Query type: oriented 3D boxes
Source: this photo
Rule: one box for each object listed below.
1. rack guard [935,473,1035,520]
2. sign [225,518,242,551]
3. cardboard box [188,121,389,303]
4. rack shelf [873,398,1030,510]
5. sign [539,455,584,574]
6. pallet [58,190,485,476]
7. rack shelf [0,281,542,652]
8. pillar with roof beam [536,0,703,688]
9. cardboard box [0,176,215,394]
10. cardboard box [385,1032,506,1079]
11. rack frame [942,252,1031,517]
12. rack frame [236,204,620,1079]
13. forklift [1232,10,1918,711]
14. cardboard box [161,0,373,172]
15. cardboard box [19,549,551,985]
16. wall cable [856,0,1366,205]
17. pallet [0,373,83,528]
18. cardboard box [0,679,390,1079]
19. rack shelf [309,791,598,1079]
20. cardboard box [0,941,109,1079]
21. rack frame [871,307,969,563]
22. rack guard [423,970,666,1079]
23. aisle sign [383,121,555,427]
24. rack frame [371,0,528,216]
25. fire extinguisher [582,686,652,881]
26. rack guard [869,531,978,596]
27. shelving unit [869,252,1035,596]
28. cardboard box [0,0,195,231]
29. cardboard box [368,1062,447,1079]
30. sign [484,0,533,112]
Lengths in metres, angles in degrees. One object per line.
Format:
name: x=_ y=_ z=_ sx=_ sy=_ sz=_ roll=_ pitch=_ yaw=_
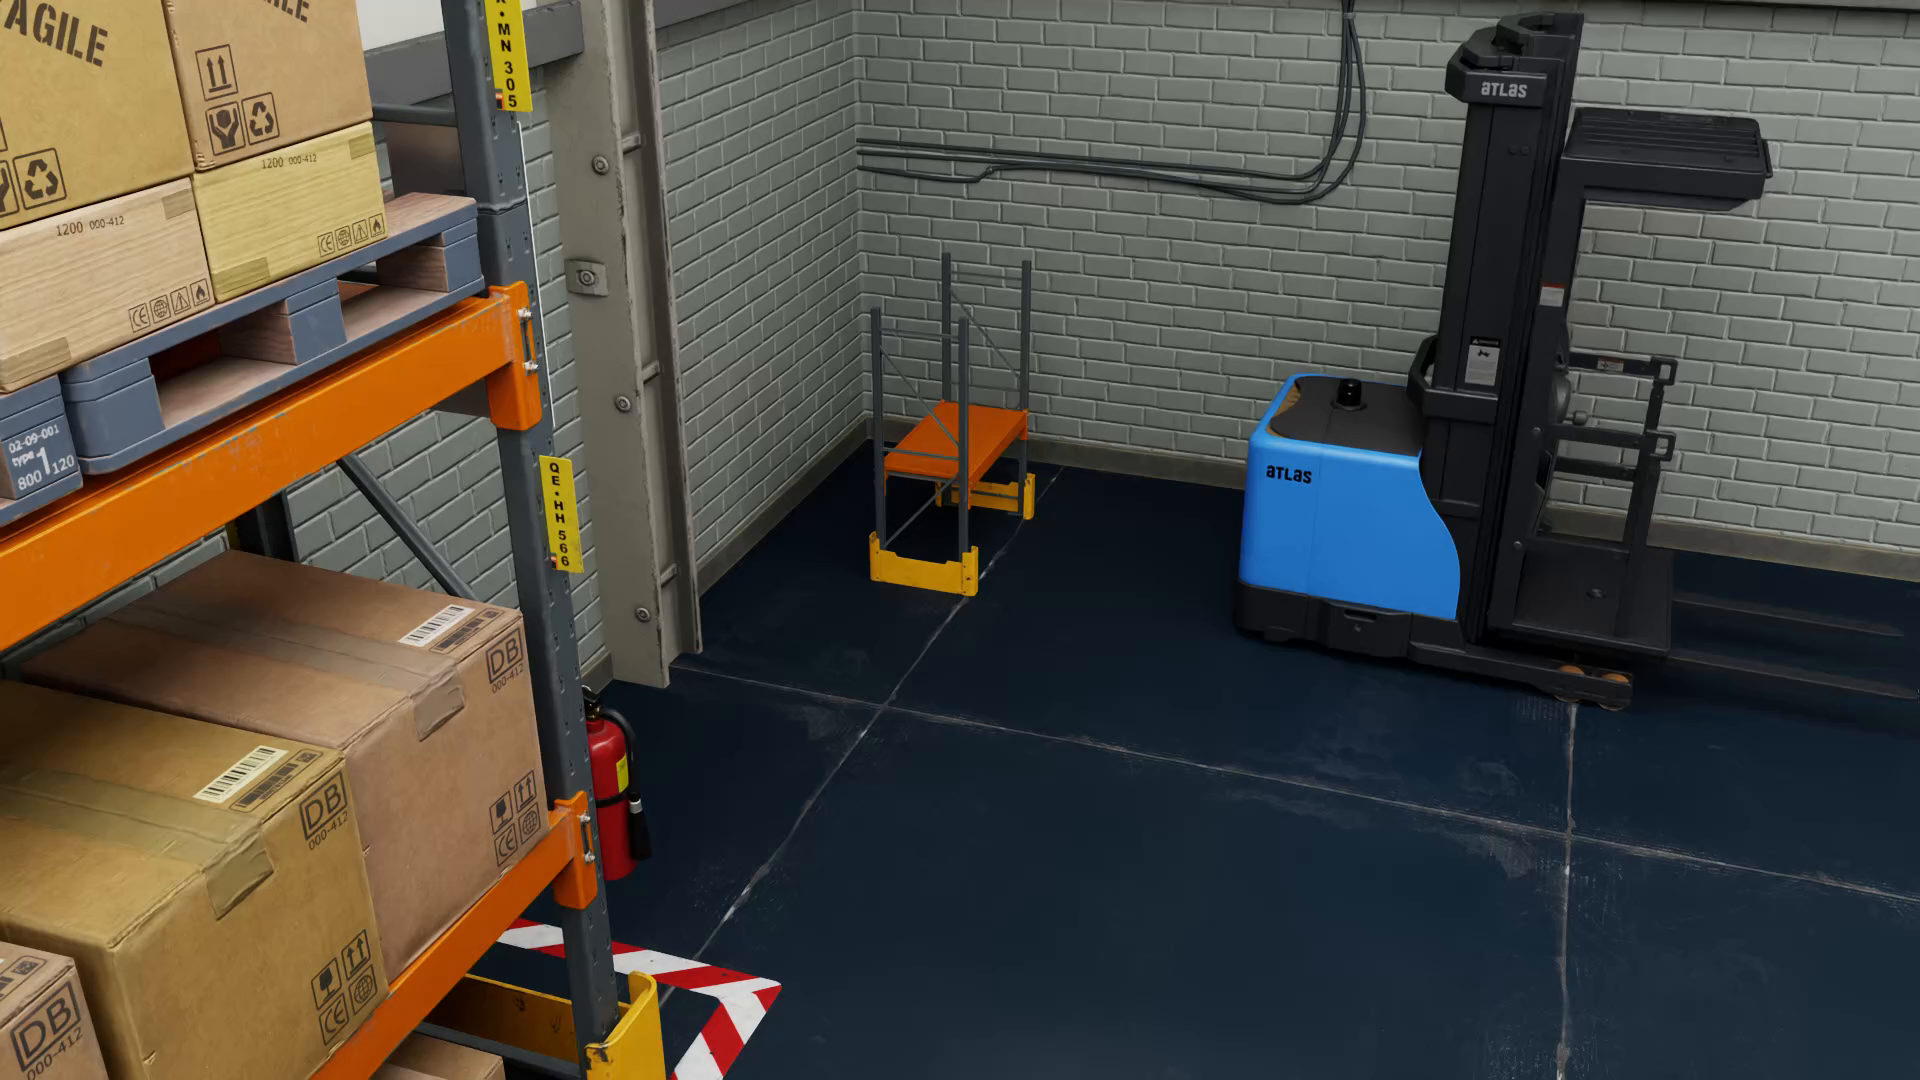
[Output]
rack guard: x=0.140 y=-0.286 z=9.554 sx=0.587 sy=0.250 sz=0.087 roll=9 pitch=27 yaw=17
sign: x=-2.071 y=-0.030 z=4.785 sx=0.100 sy=0.325 sz=0.005 roll=9 pitch=27 yaw=17
cardboard box: x=-1.544 y=-0.699 z=3.384 sx=0.500 sy=0.250 sz=0.500 roll=10 pitch=27 yaw=19
rack shelf: x=-0.028 y=-0.478 z=8.929 sx=0.538 sy=0.185 sz=1.000 roll=9 pitch=27 yaw=17
sign: x=-1.043 y=-0.065 z=4.341 sx=0.100 sy=0.325 sz=0.005 roll=9 pitch=27 yaw=17
pallet: x=-1.787 y=-0.525 z=3.552 sx=1.003 sy=0.211 sz=1.213 roll=9 pitch=27 yaw=17
rack shelf: x=-2.216 y=0.274 z=2.625 sx=1.077 sy=0.370 sz=4.000 roll=9 pitch=27 yaw=17
pillar with roof beam: x=2.592 y=-2.832 z=4.773 sx=9.100 sy=9.000 sz=0.400 roll=9 pitch=27 yaw=17
cardboard box: x=-1.716 y=-0.485 z=2.942 sx=0.500 sy=0.250 sz=0.500 roll=8 pitch=27 yaw=15
cardboard box: x=-1.689 y=1.717 z=4.649 sx=0.700 sy=0.500 sz=0.500 roll=9 pitch=27 yaw=17
rack frame: x=0.141 y=-0.849 z=9.282 sx=0.500 sy=1.500 sz=0.032 roll=9 pitch=27 yaw=17
rack frame: x=-1.550 y=0.479 z=4.819 sx=1.000 sy=3.000 sz=0.127 roll=9 pitch=27 yaw=17
forklift: x=2.922 y=-0.800 z=7.538 sx=3.031 sy=2.935 sz=1.130 roll=10 pitch=28 yaw=19
cardboard box: x=-1.536 y=-1.035 z=3.219 sx=0.500 sy=0.500 sz=0.500 roll=9 pitch=27 yaw=17
cardboard box: x=-1.710 y=0.555 z=4.318 sx=0.980 sy=0.700 sz=0.700 roll=10 pitch=28 yaw=20
wall cable: x=0.669 y=-3.096 z=8.882 sx=3.097 sy=2.526 sz=0.112 roll=9 pitch=27 yaw=17
pallet: x=-2.191 y=-0.022 z=2.513 sx=1.003 sy=0.211 sz=1.213 roll=9 pitch=27 yaw=17
cardboard box: x=-1.942 y=0.855 z=3.697 sx=0.980 sy=0.700 sz=0.700 roll=9 pitch=27 yaw=17
rack shelf: x=-2.216 y=1.624 z=3.279 sx=1.077 sy=0.370 sz=4.000 roll=9 pitch=27 yaw=17
cardboard box: x=-2.204 y=1.167 z=3.053 sx=0.980 sy=0.700 sz=0.700 roll=7 pitch=27 yaw=15
rack frame: x=-0.198 y=-0.431 z=8.419 sx=0.500 sy=1.500 sz=0.032 roll=9 pitch=27 yaw=17
rack guard: x=-1.542 y=1.594 z=5.385 sx=1.175 sy=0.500 sz=0.348 roll=9 pitch=27 yaw=17
aisle sign: x=-1.243 y=-0.678 z=4.224 sx=0.394 sy=0.787 sz=0.004 roll=9 pitch=27 yaw=17
rack frame: x=-1.550 y=-2.222 z=3.512 sx=1.000 sy=3.000 sz=0.127 roll=9 pitch=27 yaw=17
fire extinguisher: x=-1.065 y=0.686 z=4.907 sx=0.296 sy=0.674 sz=0.183 roll=9 pitch=27 yaw=17
rack guard: x=-0.191 y=0.123 z=8.708 sx=0.587 sy=0.250 sz=0.087 roll=9 pitch=27 yaw=17
shelving unit: x=-0.025 y=-0.644 z=8.858 sx=0.587 sy=1.500 sz=1.083 roll=9 pitch=27 yaw=17
cardboard box: x=-1.713 y=-0.831 z=2.797 sx=0.500 sy=0.500 sz=0.500 roll=10 pitch=27 yaw=19
cardboard box: x=-1.560 y=1.504 z=4.344 sx=0.380 sy=0.149 sz=0.250 roll=8 pitch=27 yaw=17
sign: x=-1.043 y=-1.150 z=3.816 sx=0.100 sy=0.325 sz=0.005 roll=9 pitch=27 yaw=17
